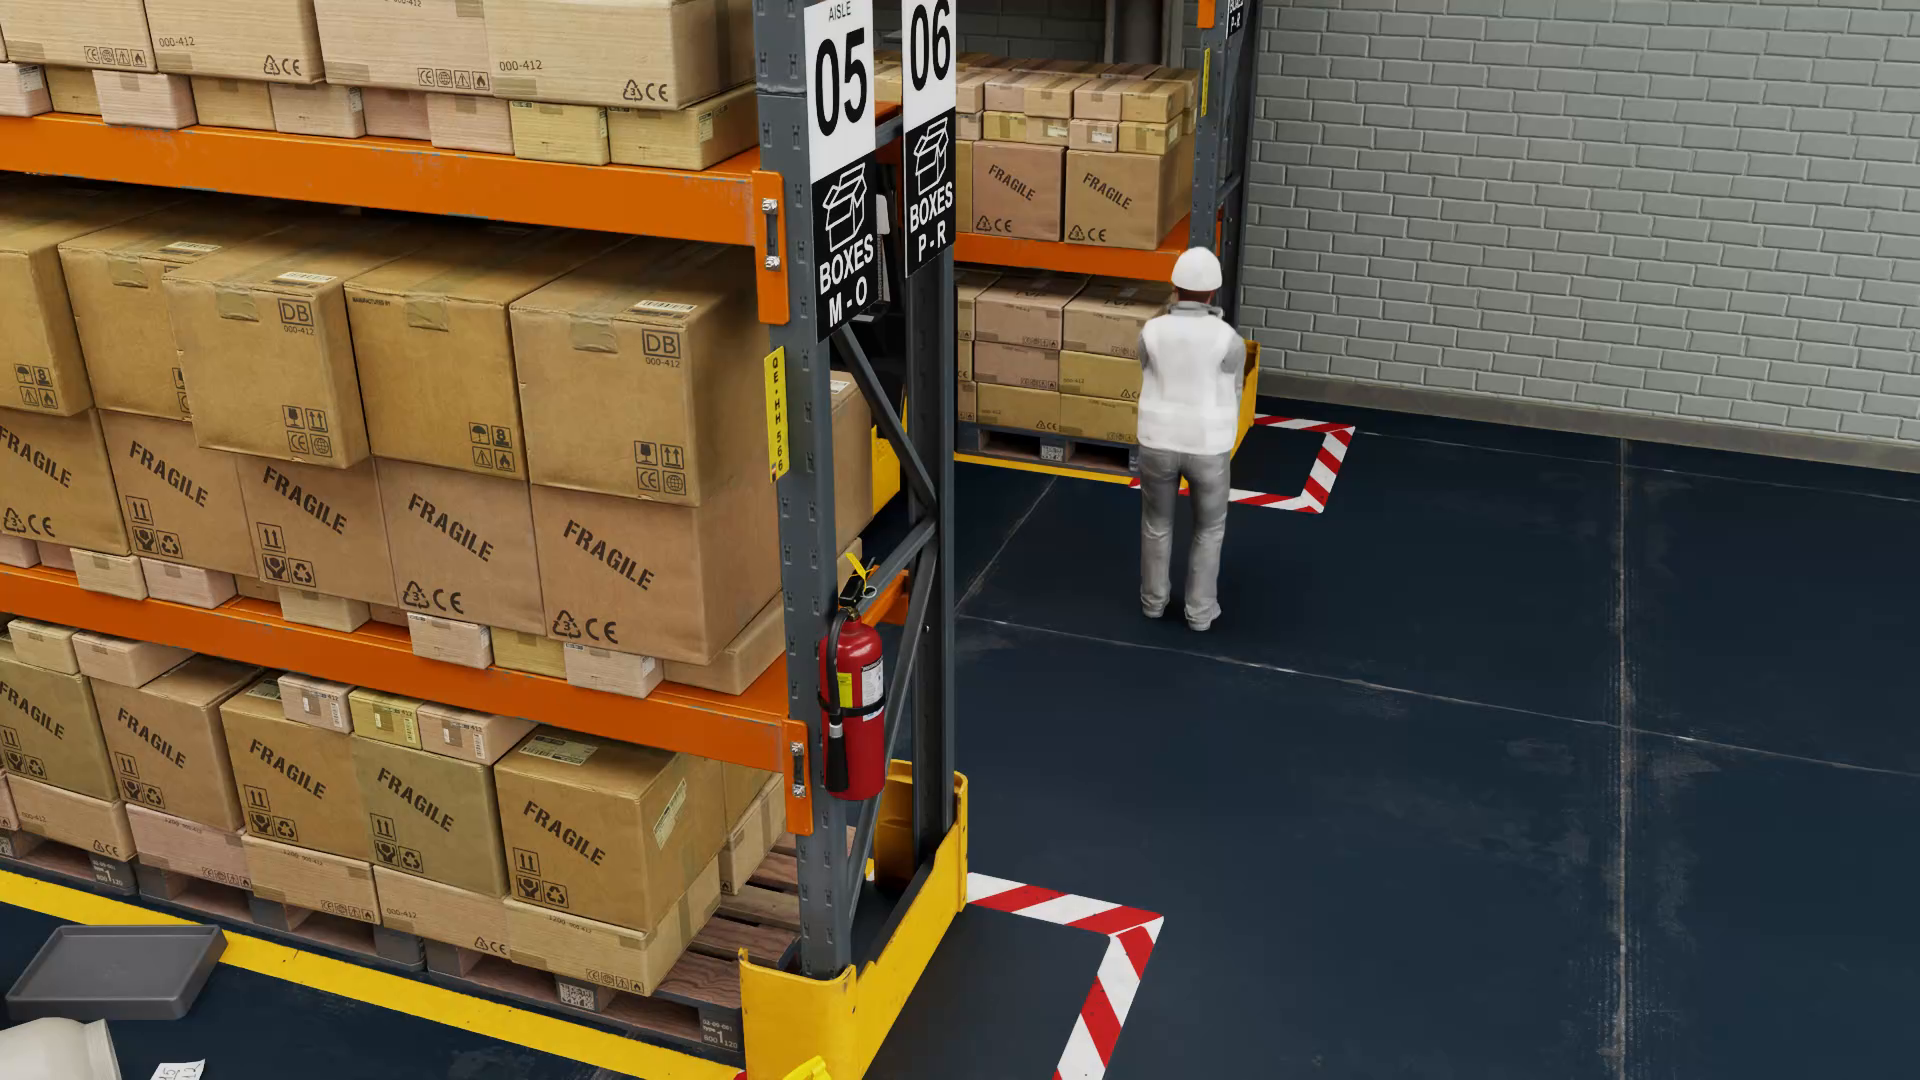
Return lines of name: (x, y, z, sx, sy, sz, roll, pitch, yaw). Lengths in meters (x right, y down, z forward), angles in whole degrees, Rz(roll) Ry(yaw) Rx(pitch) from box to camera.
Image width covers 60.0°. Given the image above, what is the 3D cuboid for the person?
person: (1.032, -0.469, 7.578, 0.487, 1.765, 0.577, 8, 27, 17)
